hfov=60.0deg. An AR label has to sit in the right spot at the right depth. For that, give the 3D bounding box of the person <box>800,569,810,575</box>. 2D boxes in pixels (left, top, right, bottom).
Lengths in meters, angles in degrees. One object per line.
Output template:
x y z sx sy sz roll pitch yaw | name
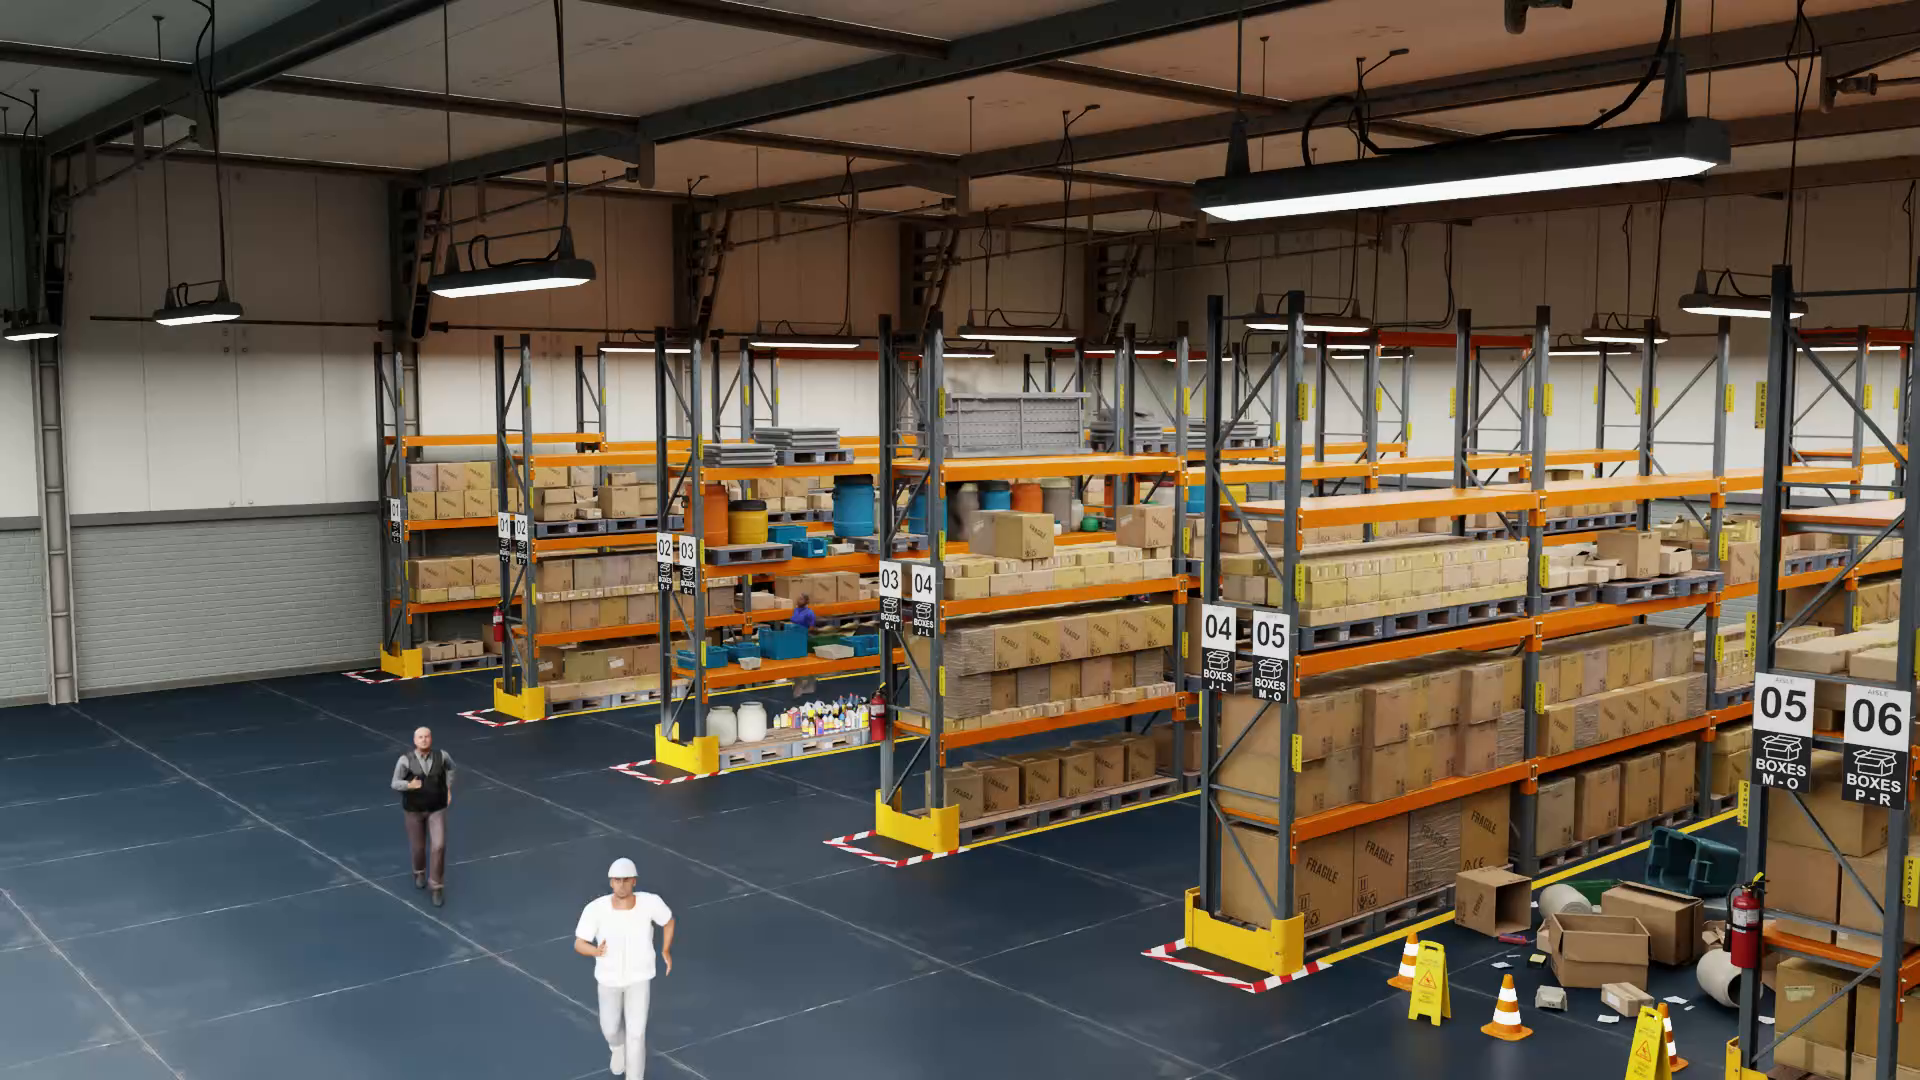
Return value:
-3.036 1.345 32.658 0.651 1.790 0.740 4 7 39 | person

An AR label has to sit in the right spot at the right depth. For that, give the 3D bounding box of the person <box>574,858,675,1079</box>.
-2.427 3.166 12.038 0.703 1.747 0.987 -1 5 -6 | person

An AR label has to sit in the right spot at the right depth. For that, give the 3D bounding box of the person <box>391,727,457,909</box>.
-5.398 2.761 16.804 0.650 1.755 0.826 -2 6 -20 | person

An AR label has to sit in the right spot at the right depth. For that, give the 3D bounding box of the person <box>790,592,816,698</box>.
-2.535 1.670 26.366 0.561 1.694 0.623 3 6 32 | person
